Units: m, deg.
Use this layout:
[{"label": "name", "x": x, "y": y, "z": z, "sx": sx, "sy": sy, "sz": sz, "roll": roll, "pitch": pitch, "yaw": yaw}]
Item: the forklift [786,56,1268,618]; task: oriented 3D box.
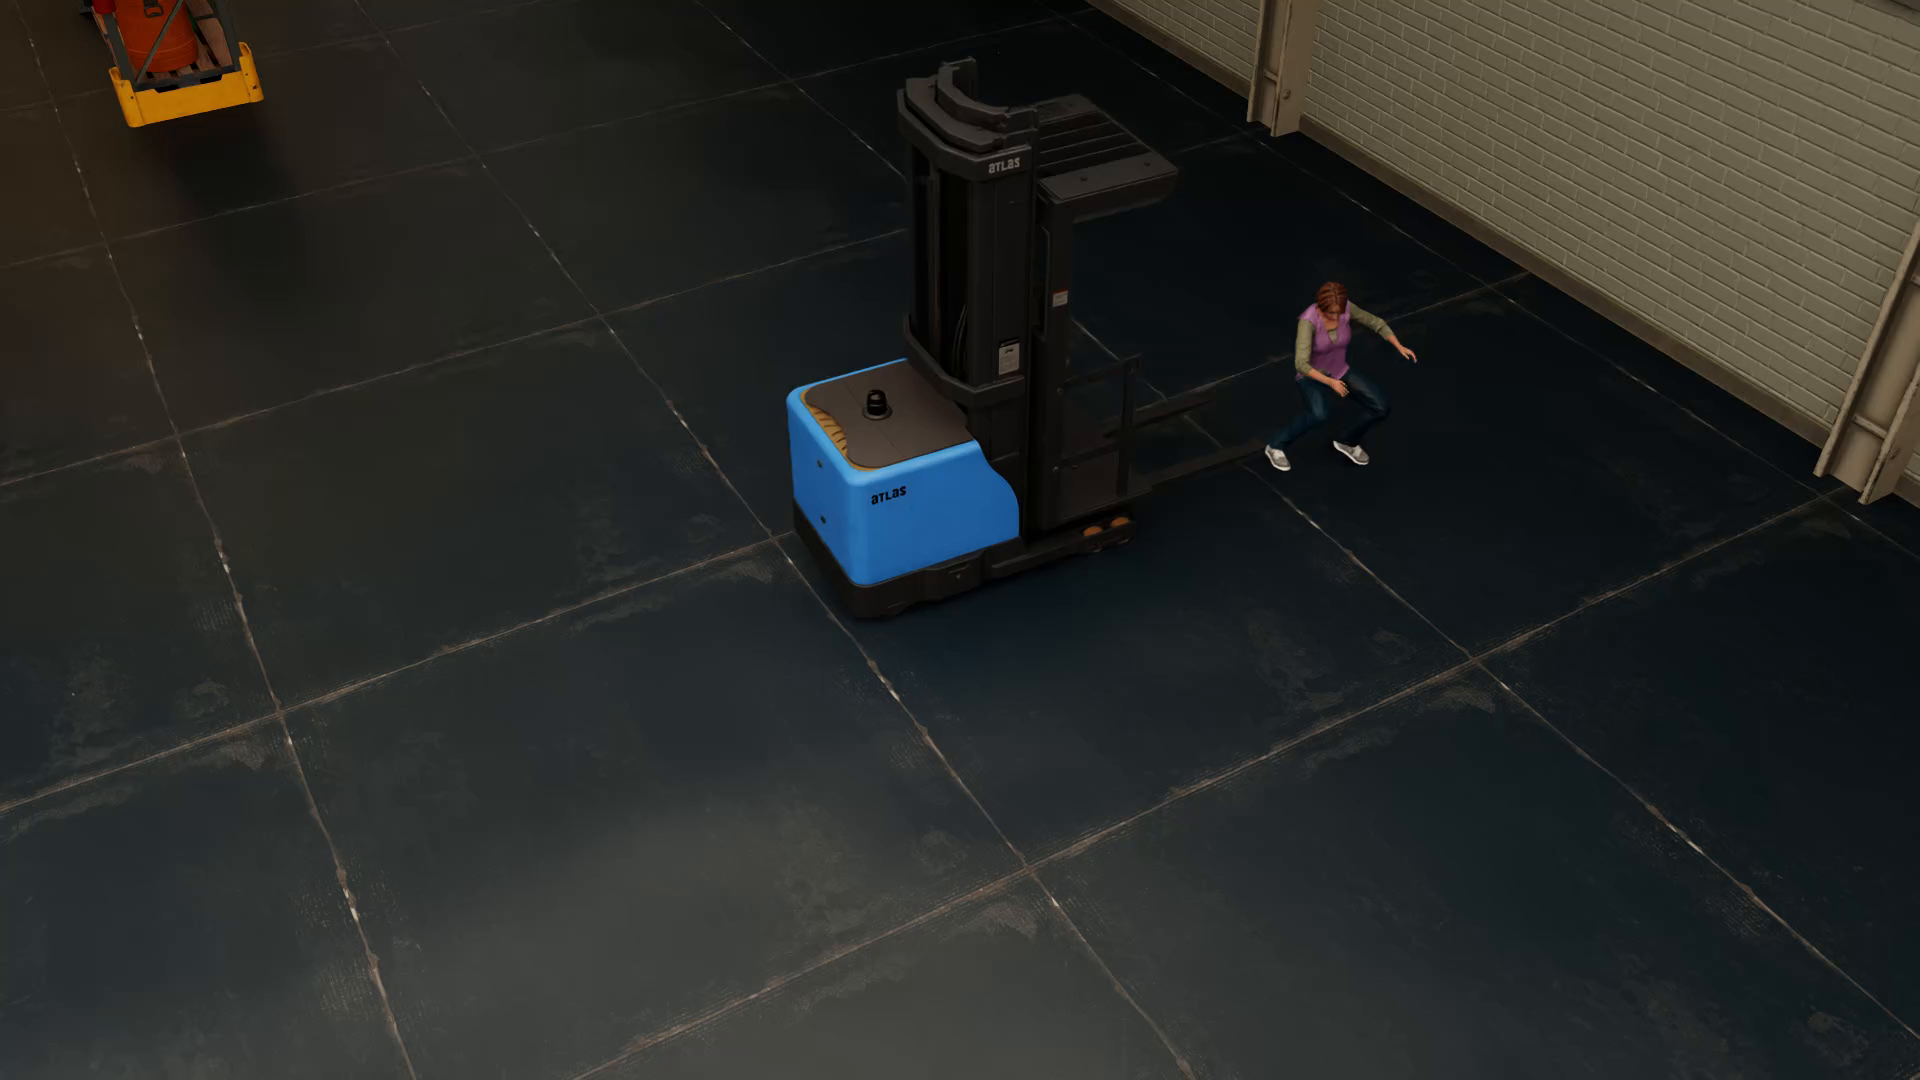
[{"label": "forklift", "x": 0.520, "y": -1.331, "z": 9.641, "sx": 3.031, "sy": 2.935, "sz": 1.130, "roll": -18, "pitch": 43, "yaw": -20}]

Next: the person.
[{"label": "person", "x": 2.348, "y": -0.966, "z": 10.397, "sx": 0.850, "sy": 1.348, "sz": 0.685, "roll": -13, "pitch": 41, "yaw": -15}]
